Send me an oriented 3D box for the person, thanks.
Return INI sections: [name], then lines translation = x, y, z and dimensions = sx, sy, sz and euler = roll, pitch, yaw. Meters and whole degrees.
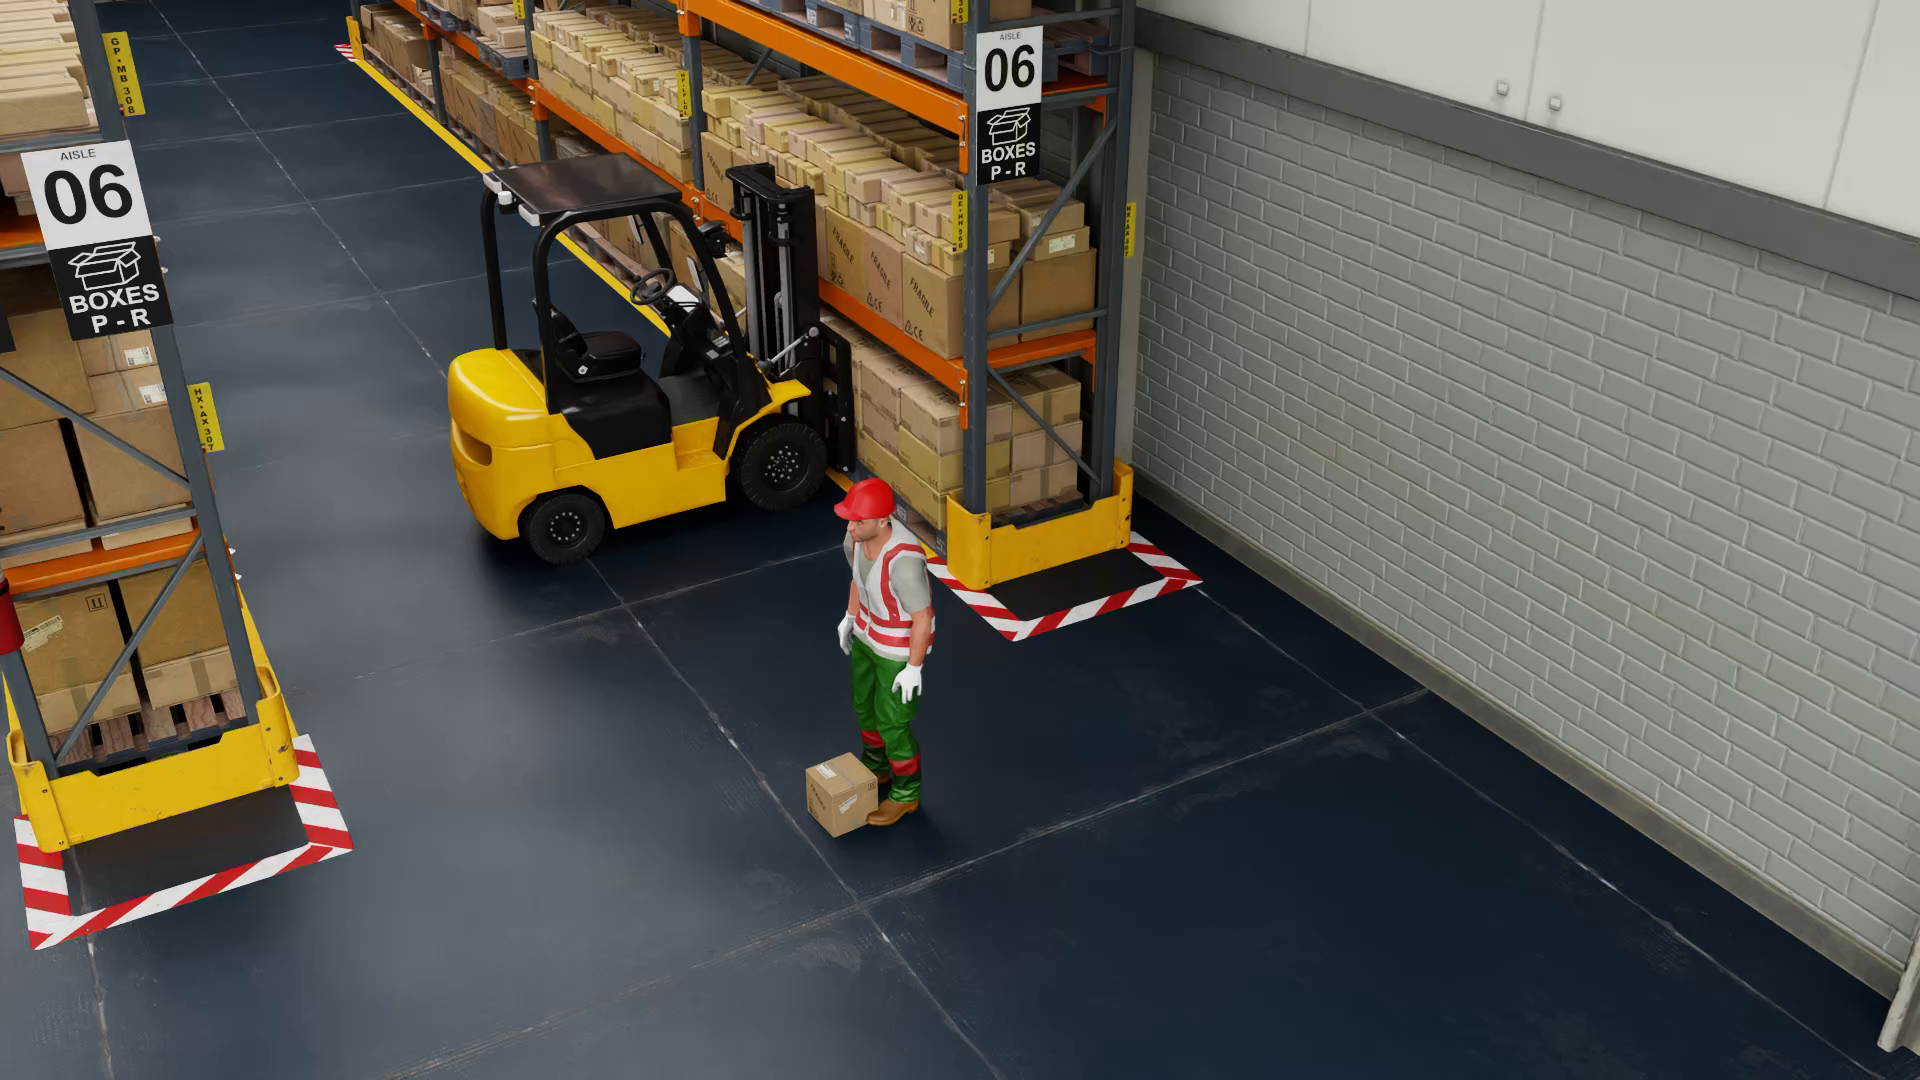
[person]
translation = -0.359, 0.495, 7.649
dimensions = 0.453, 1.778, 0.617
euler = -18, 33, -29
